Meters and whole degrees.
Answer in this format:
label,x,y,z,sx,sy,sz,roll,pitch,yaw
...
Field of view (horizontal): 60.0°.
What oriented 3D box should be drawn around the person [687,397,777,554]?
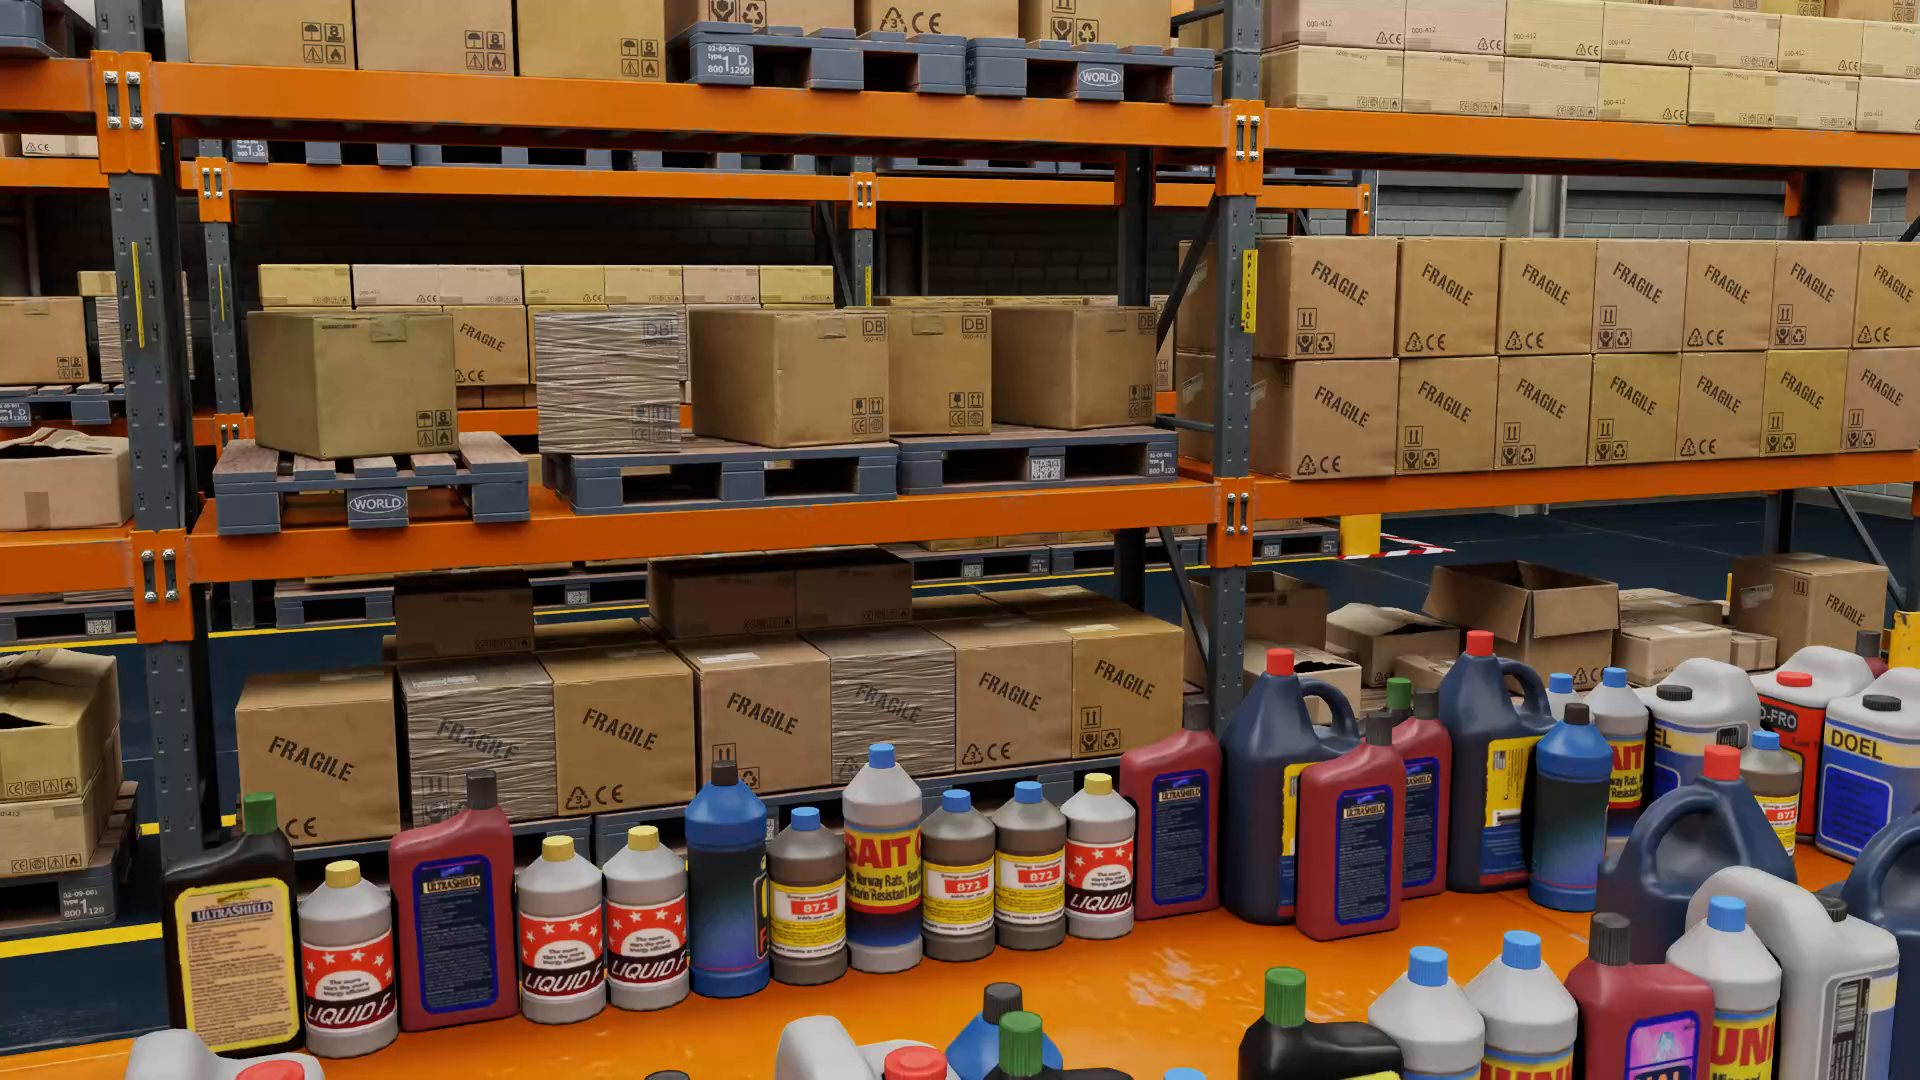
label,x,y,z,sx,sy,sz,roll,pitch,yaw
person,-1.153,-0.065,8.543,0.473,1.600,0.529,-4,10,-22
